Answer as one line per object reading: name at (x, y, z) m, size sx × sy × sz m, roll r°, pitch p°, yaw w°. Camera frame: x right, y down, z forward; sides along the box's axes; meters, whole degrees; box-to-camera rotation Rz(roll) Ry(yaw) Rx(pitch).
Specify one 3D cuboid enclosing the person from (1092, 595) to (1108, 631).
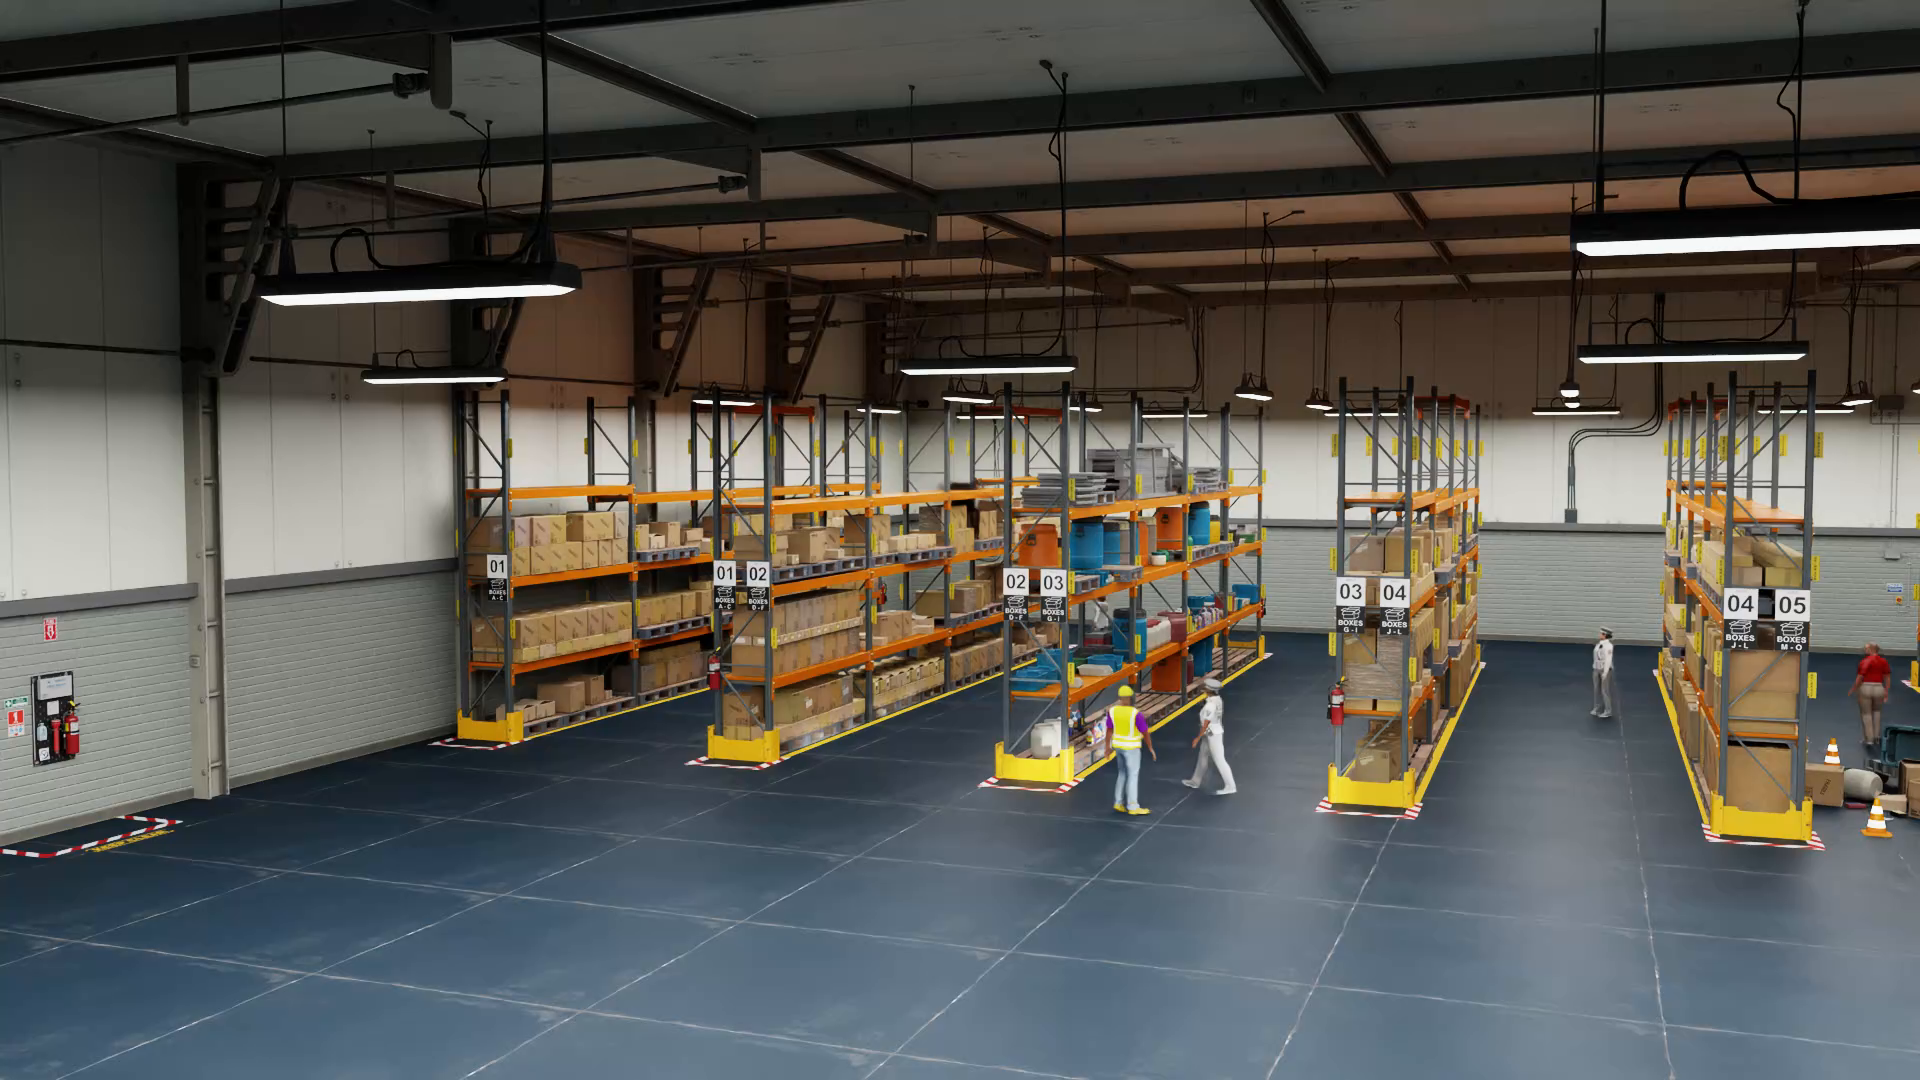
person at (3.274, 2.019, 38.723) m, size 0.365 × 1.612 × 0.430 m, roll 3°, pitch 4°, yaw 39°

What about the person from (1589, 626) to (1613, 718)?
person at (12.024, 2.455, 31.130) m, size 0.375 × 1.694 × 0.525 m, roll -1°, pitch 3°, yaw -18°

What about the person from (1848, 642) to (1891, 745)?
person at (15.335, 2.601, 28.017) m, size 0.616 × 1.766 × 0.679 m, roll 1°, pitch 3°, yaw 14°

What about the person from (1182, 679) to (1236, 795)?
person at (3.619, 2.834, 24.189) m, size 0.802 × 1.648 × 0.586 m, roll 1°, pitch 3°, yaw 12°

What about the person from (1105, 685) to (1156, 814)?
person at (2.320, 2.879, 22.735) m, size 0.553 × 1.812 × 0.619 m, roll -2°, pitch 4°, yaw -35°
